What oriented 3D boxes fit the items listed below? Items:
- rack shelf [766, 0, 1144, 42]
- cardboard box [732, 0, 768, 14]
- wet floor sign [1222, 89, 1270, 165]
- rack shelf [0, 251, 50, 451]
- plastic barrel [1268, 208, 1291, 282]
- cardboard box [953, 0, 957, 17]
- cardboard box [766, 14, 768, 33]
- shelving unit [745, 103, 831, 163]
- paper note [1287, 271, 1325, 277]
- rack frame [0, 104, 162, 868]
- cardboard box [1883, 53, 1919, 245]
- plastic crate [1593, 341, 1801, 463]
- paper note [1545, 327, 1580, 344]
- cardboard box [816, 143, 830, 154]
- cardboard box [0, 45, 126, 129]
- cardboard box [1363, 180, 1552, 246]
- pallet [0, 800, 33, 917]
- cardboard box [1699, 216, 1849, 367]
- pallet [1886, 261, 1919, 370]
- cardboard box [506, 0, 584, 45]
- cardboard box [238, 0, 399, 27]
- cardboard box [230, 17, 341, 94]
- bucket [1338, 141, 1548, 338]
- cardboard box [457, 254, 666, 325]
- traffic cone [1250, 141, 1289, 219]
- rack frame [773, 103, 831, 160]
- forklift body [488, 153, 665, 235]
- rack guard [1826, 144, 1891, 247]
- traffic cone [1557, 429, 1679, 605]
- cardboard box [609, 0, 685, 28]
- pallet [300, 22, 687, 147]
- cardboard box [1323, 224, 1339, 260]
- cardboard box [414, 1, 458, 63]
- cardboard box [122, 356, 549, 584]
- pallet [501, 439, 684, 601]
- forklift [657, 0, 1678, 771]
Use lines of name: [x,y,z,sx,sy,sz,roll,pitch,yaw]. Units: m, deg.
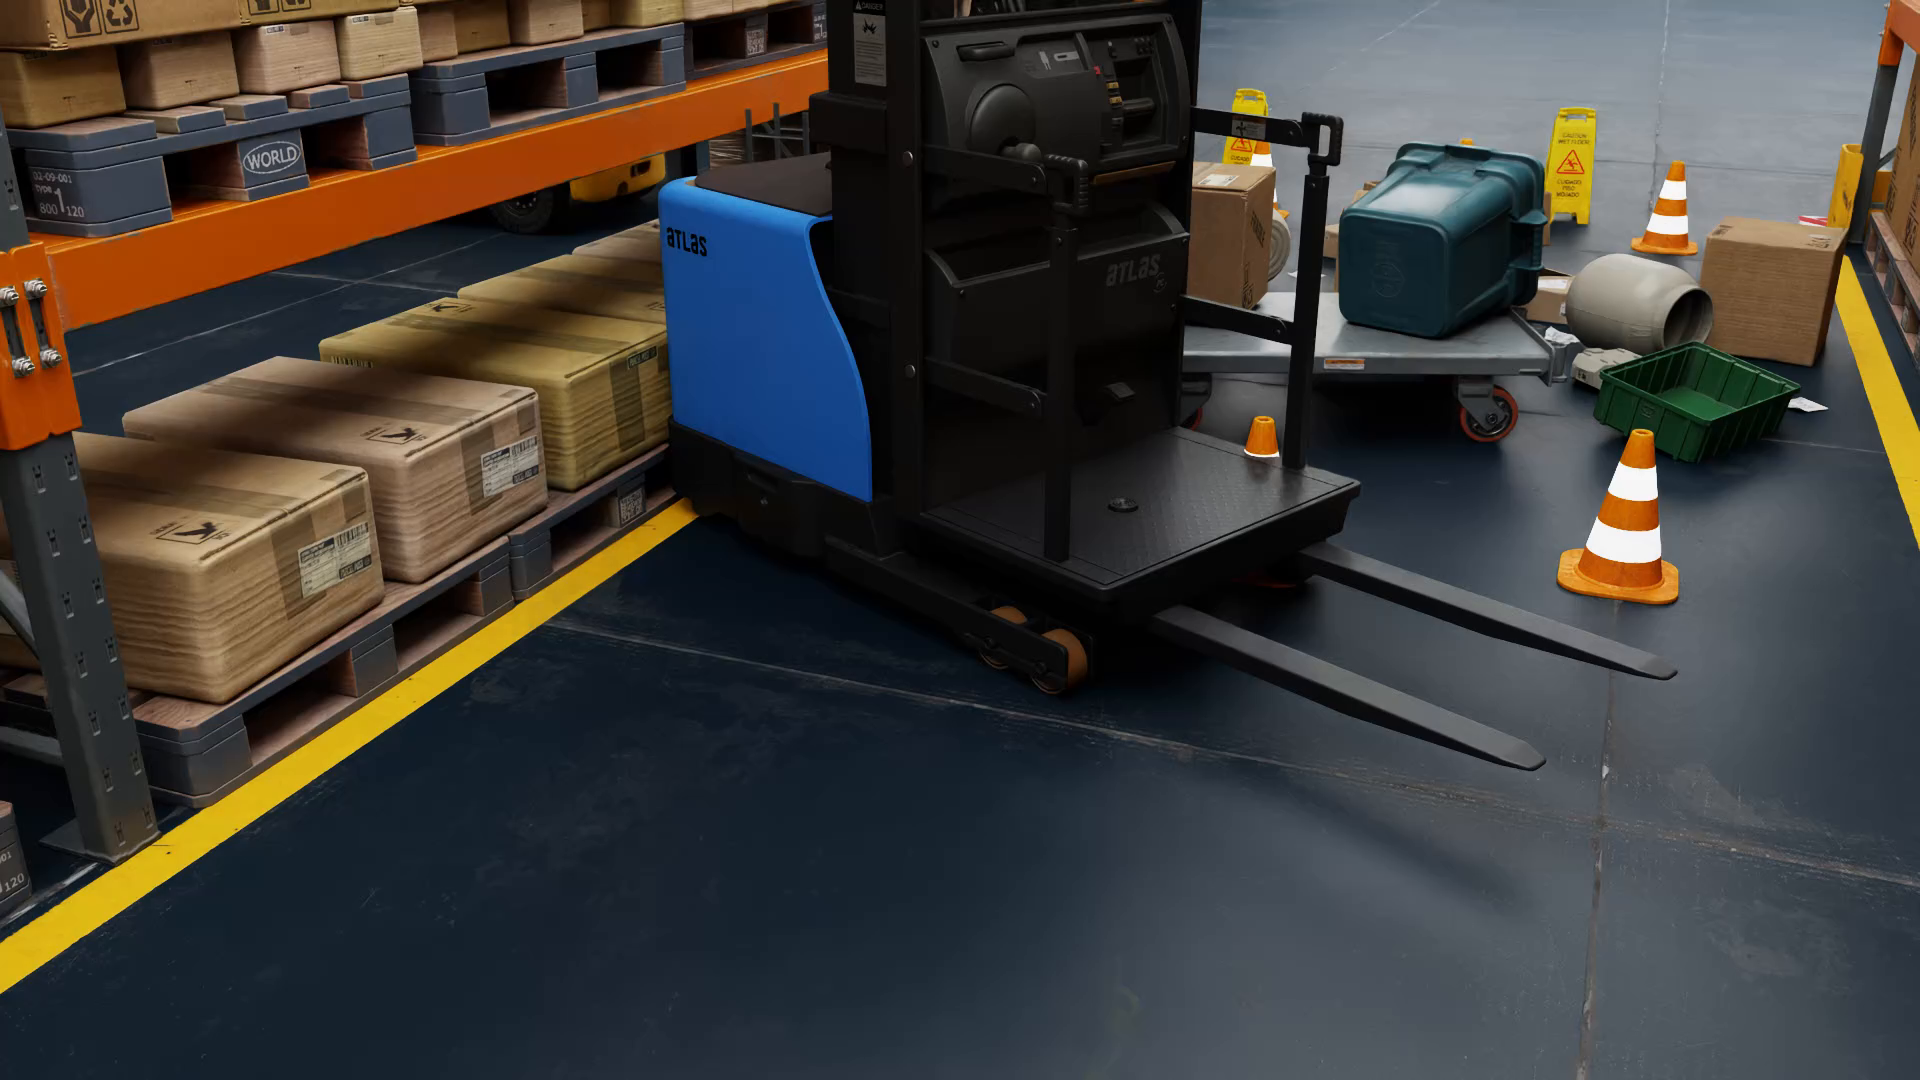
rack shelf: [-0.022,-2.591,8.493,1.077,0.370,4.000,9,24,20]
cardboard box: [-0.876,-1.872,5.620,0.380,0.149,0.250,8,24,19]
wet floor sign: [1.785,-2.467,10.318,0.267,0.644,0.232,19,29,38]
rack shelf: [-2.993,0.272,1.640,1.077,0.370,4.000,9,24,20]
plastic barrel: [1.359,-1.494,8.276,0.421,0.421,0.512,-12,25,-26]
cardboard box: [-0.234,-2.355,7.322,0.380,0.149,0.250,9,24,20]
cardboard box: [-0.928,-2.250,7.070,0.380,0.149,0.250,9,24,20]
shelving unit: [-0.574,-0.903,5.837,0.258,1.200,0.189,10,23,23]
paper note: [1.763,-1.357,8.474,0.148,0.019,0.142,19,29,38]
rack frame: [-2.251,-0.775,3.215,1.000,3.000,0.127,9,24,20]
cardboard box: [5.164,-1.927,8.183,0.875,0.875,0.875,9,24,20]
plastic crate: [2.717,-0.513,6.160,0.662,0.188,0.450,-17,38,-35]
paper note: [2.674,-0.909,7.396,0.172,0.023,0.155,19,29,38]
cardboard box: [-0.295,-1.650,7.359,0.500,0.500,0.500,10,25,23]
cardboard box: [-1.957,-0.943,3.397,0.380,0.149,0.250,7,24,17]
cardboard box: [2.419,-1.495,8.177,0.797,0.503,0.637,-7,24,-17]
pallet: [-2.613,0.783,3.102,1.003,0.211,1.213,9,24,20]
cardboard box: [3.492,-1.084,7.194,0.500,0.500,0.500,13,26,29]
pallet: [4.675,-0.947,7.242,1.003,0.211,1.213,9,24,20]
cardboard box: [-1.312,-1.514,4.765,0.380,0.149,0.250,10,25,22]
cardboard box: [-1.682,-1.468,3.812,0.500,0.500,0.500,10,25,23]
cardboard box: [-1.677,-1.131,3.846,0.380,0.149,0.250,7,24,17]
bucket: [1.779,-1.104,6.276,0.726,0.611,0.620,19,39,38]
cardboard box: [-1.221,-0.742,6.000,0.950,0.372,0.625,10,25,23]
traffic cone: [1.759,-2.129,9.747,0.336,0.463,0.334,9,24,20]
rack frame: [-0.536,-0.934,5.915,0.240,1.200,0.006,10,23,23]
forklift body: [-2.899,-3.016,9.680,2.313,2.155,1.214,9,24,20]
rack guard: [5.363,-1.821,8.961,1.175,0.500,0.348,9,24,20]
traffic cone: [1.968,-0.100,4.889,0.336,0.463,0.334,9,24,20]
cardboard box: [-1.092,-1.698,5.204,0.380,0.149,0.250,9,24,20]
pallet: [-1.553,-1.401,4.961,1.003,0.211,1.213,9,24,20]
cardboard box: [2.110,-1.565,8.803,0.250,0.149,0.380,-17,28,-35]
cardboard box: [-1.538,-1.323,4.308,0.380,0.149,0.250,10,25,23]
cardboard box: [-1.765,-0.223,4.756,0.950,0.372,0.625,8,24,19]
pallet: [-1.504,-0.203,5.463,1.003,0.211,1.213,9,24,20]
forklift: [0.424,-1.177,4.264,1.130,2.935,3.031,-20,30,-39]
